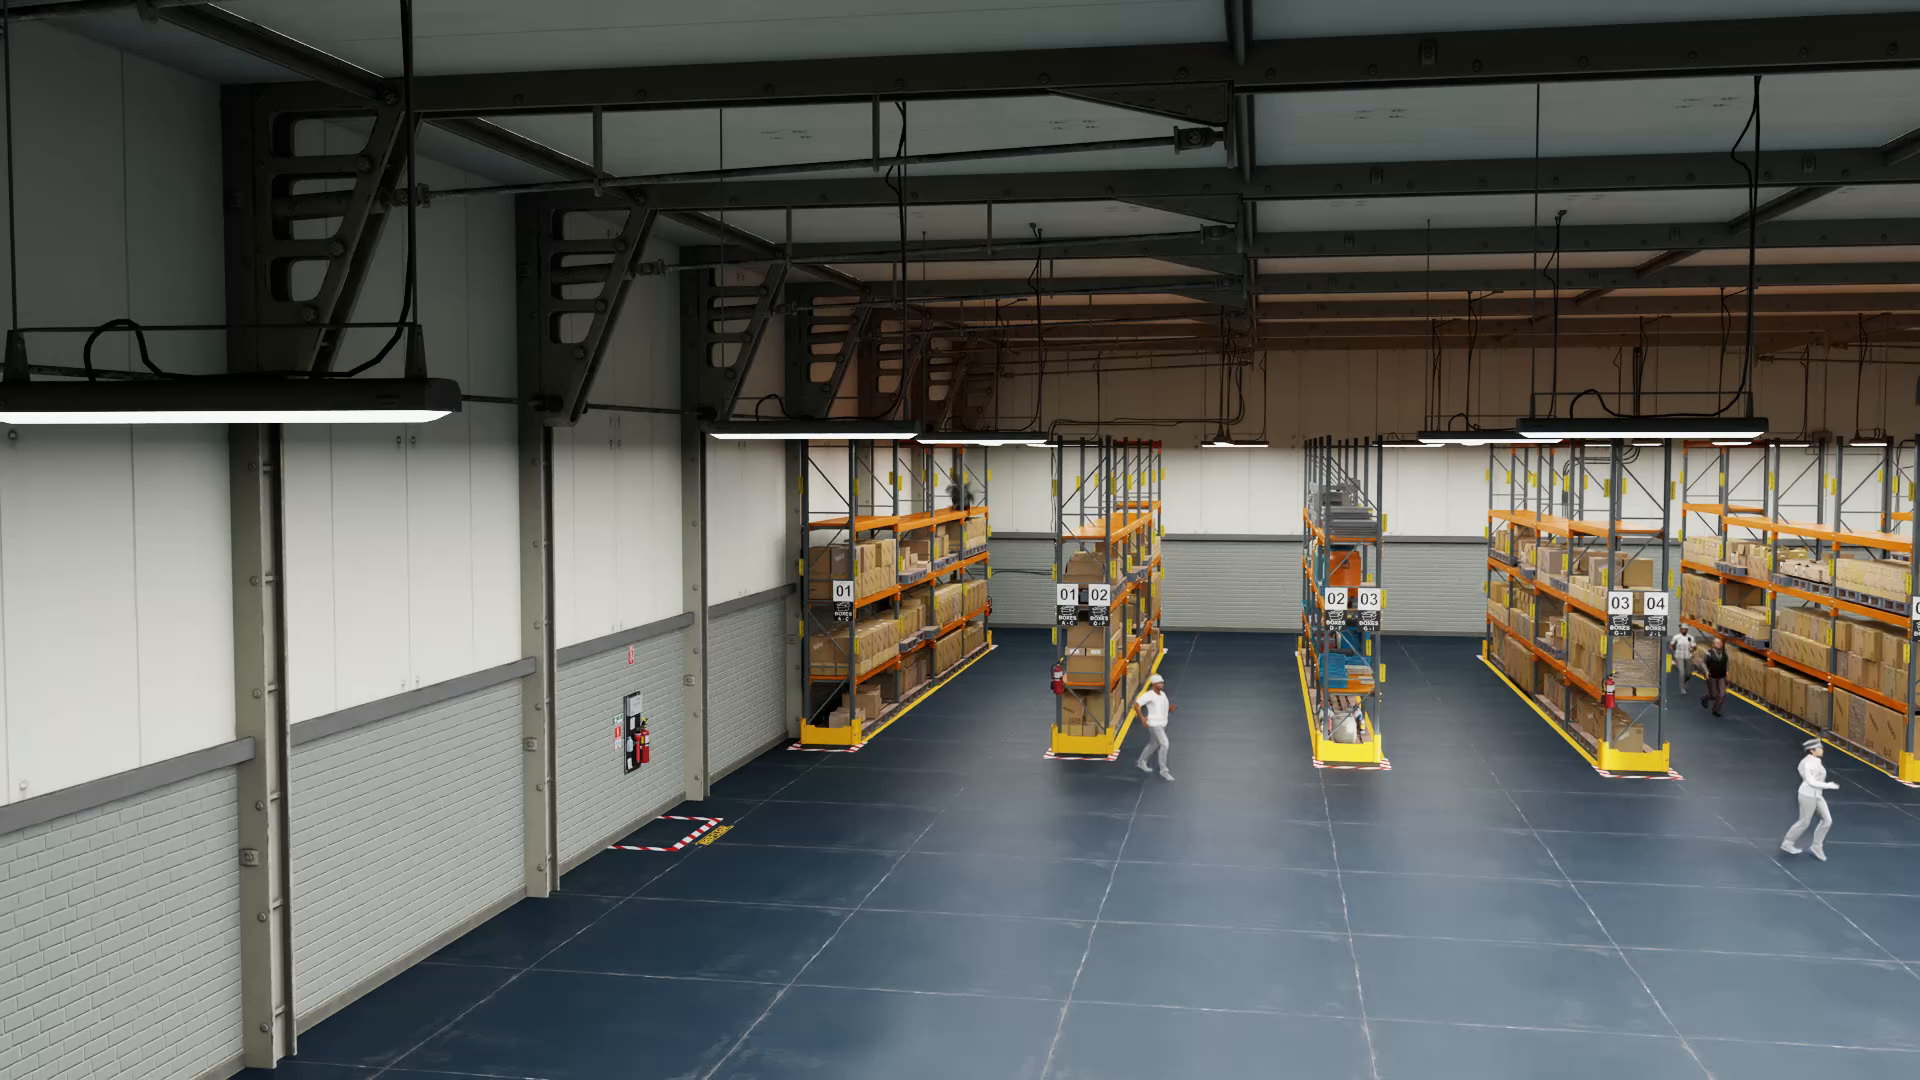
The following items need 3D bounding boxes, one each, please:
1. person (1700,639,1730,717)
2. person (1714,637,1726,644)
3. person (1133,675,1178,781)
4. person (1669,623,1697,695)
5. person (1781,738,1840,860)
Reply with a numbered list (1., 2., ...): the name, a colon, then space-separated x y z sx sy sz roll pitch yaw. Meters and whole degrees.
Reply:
1. person: 16.288 2.952 35.880 0.647 1.675 0.589 0 3 0
2. person: 20.809 2.538 45.379 0.529 1.444 0.589 -2 4 -32
3. person: 3.426 3.257 29.037 0.819 1.820 0.681 2 4 33
4. person: 17.007 2.773 39.107 0.588 1.661 0.815 1 3 13
5. person: 11.920 3.635 23.281 0.721 1.764 0.632 2 4 38
